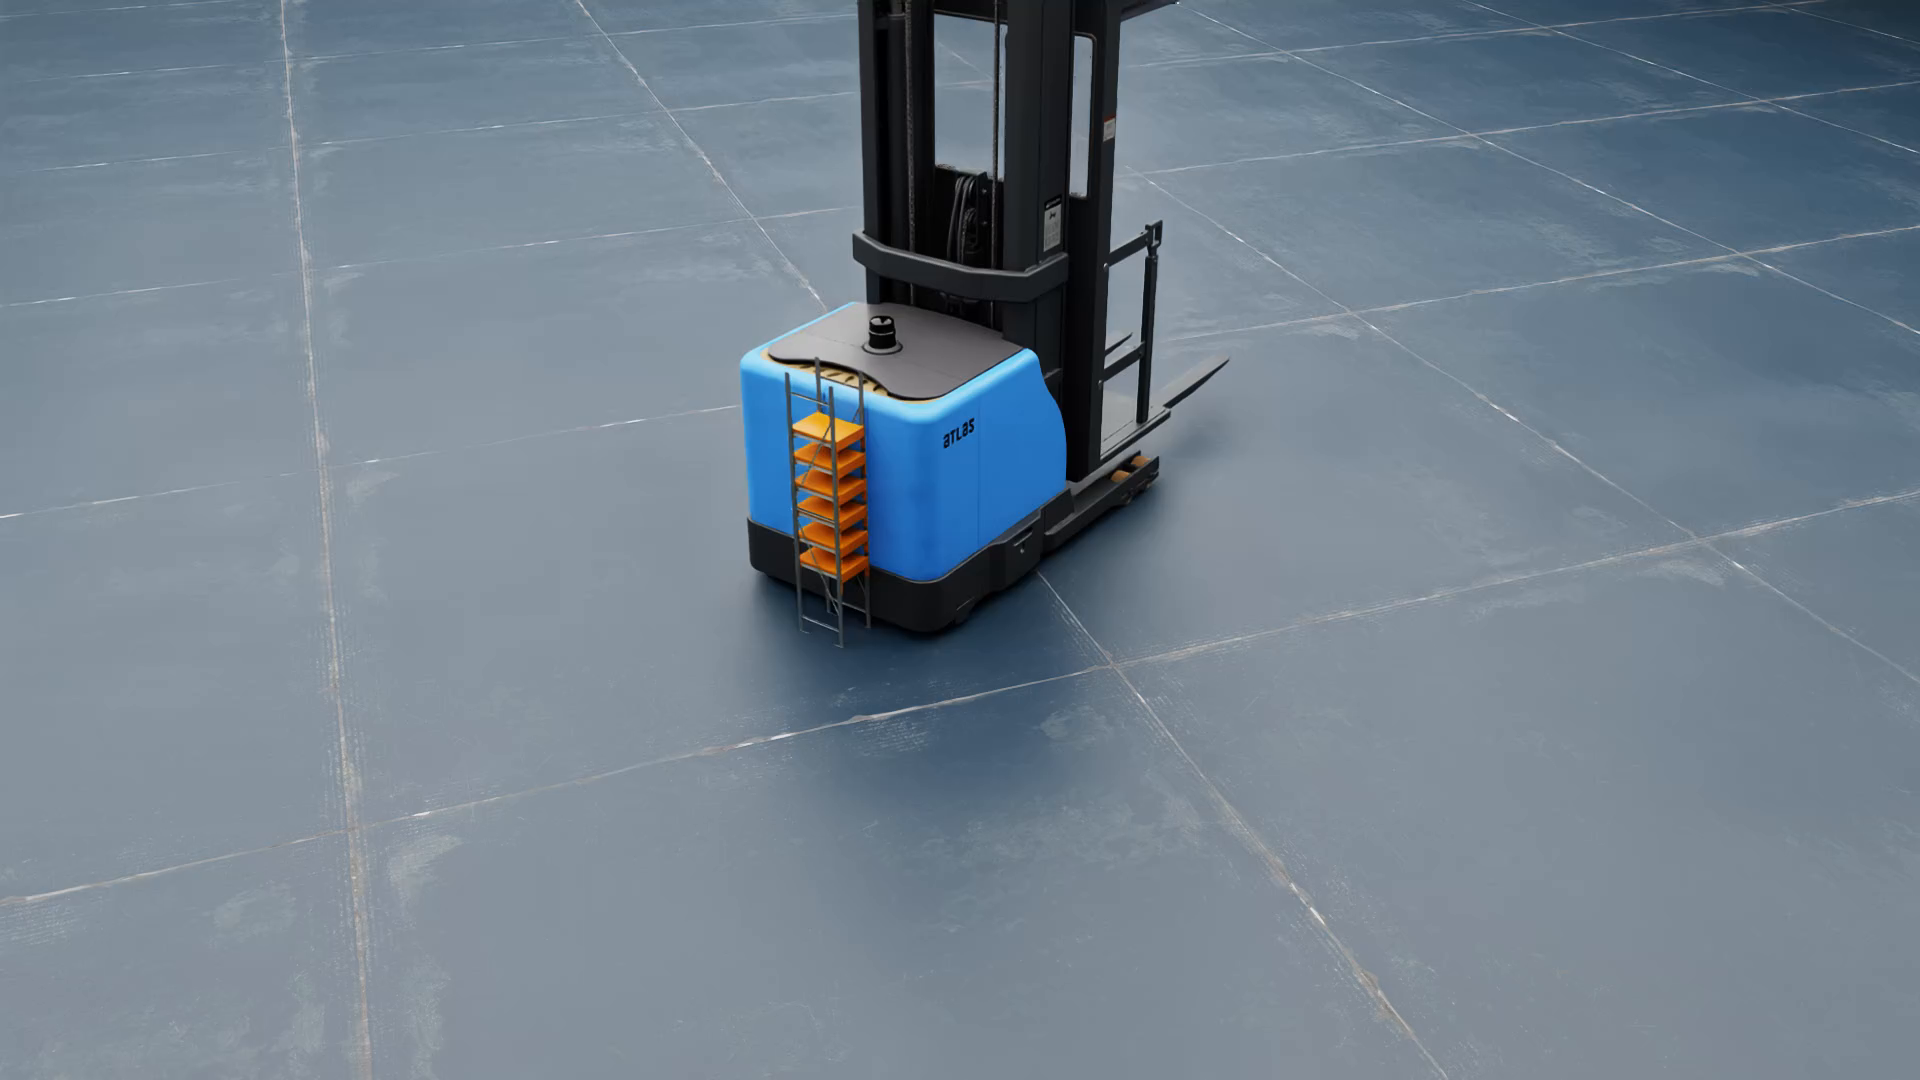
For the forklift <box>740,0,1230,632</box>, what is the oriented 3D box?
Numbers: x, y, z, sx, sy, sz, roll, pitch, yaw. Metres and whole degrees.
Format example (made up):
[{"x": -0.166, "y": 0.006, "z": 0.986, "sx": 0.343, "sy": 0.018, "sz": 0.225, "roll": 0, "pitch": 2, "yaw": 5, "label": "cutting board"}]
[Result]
[{"x": 0.323, "y": -1.567, "z": 7.540, "sx": 1.130, "sy": 2.935, "sz": 3.031, "roll": 19, "pitch": 35, "yaw": 30, "label": "forklift"}]

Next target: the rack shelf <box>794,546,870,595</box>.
[{"x": -0.531, "y": 0.111, "z": 6.918, "sx": 0.258, "sy": 0.103, "sz": 0.180, "roll": 19, "pitch": 35, "yaw": 30, "label": "rack shelf"}]

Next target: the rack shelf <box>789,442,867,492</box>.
[{"x": -0.531, "y": -0.306, "z": 6.680, "sx": 0.258, "sy": 0.103, "sz": 0.180, "roll": 19, "pitch": 35, "yaw": 30, "label": "rack shelf"}]

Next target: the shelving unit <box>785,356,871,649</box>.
[{"x": -0.531, "y": -0.136, "z": 6.777, "sx": 0.258, "sy": 1.200, "sz": 0.189, "roll": 19, "pitch": 35, "yaw": 30, "label": "shelving unit"}]

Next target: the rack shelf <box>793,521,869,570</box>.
[{"x": -0.531, "y": 0.006, "z": 6.859, "sx": 0.258, "sy": 0.103, "sz": 0.180, "roll": 19, "pitch": 35, "yaw": 30, "label": "rack shelf"}]

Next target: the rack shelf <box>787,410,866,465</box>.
[{"x": -0.531, "y": -0.411, "z": 6.621, "sx": 0.258, "sy": 0.103, "sz": 0.180, "roll": 19, "pitch": 35, "yaw": 30, "label": "rack shelf"}]

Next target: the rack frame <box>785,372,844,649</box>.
[{"x": -0.584, "y": -0.099, "z": 6.712, "sx": 0.240, "sy": 1.200, "sz": 0.006, "roll": 19, "pitch": 35, "yaw": 30, "label": "rack frame"}]

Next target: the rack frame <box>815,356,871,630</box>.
[{"x": -0.478, "y": -0.173, "z": 6.842, "sx": 0.240, "sy": 1.200, "sz": 0.006, "roll": 19, "pitch": 35, "yaw": 30, "label": "rack frame"}]

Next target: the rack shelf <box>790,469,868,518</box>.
[{"x": -0.531, "y": -0.202, "z": 6.740, "sx": 0.258, "sy": 0.103, "sz": 0.180, "roll": 19, "pitch": 35, "yaw": 30, "label": "rack shelf"}]

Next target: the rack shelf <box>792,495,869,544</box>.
[{"x": -0.531, "y": -0.098, "z": 6.799, "sx": 0.258, "sy": 0.103, "sz": 0.180, "roll": 19, "pitch": 35, "yaw": 30, "label": "rack shelf"}]
